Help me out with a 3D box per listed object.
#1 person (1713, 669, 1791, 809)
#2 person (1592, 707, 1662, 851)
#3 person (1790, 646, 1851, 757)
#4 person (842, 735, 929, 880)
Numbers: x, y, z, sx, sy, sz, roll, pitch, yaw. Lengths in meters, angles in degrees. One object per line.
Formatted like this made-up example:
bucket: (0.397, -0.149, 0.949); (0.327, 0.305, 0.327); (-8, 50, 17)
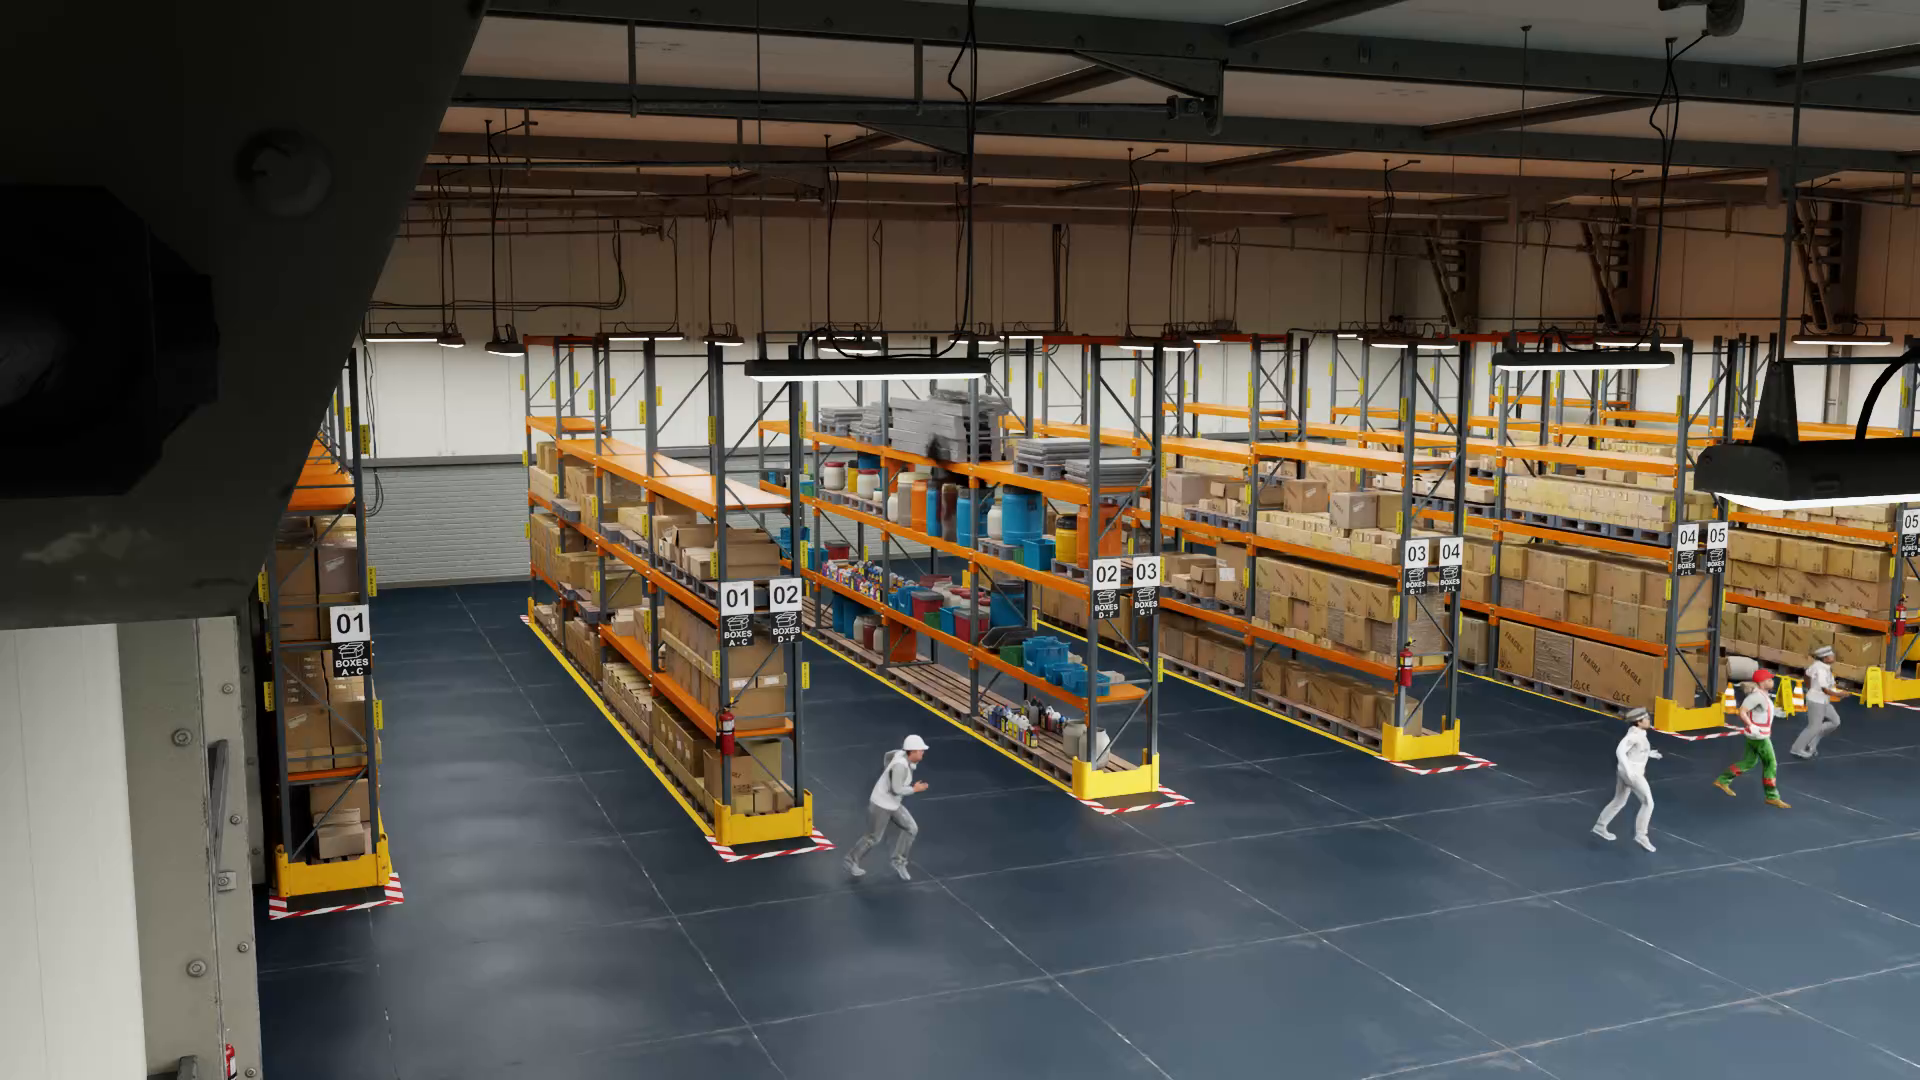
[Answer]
person: (10.382, 2.561, 21.709); (0.928, 1.804, 0.633); (3, 8, 21)
person: (8.050, 2.849, 19.997); (0.733, 1.744, 0.606); (1, 8, 11)
person: (12.406, 2.323, 23.938); (0.725, 1.651, 0.542); (4, 8, 27)
person: (-0.839, 3.035, 18.833); (0.994, 1.719, 0.696); (1, 8, 6)
